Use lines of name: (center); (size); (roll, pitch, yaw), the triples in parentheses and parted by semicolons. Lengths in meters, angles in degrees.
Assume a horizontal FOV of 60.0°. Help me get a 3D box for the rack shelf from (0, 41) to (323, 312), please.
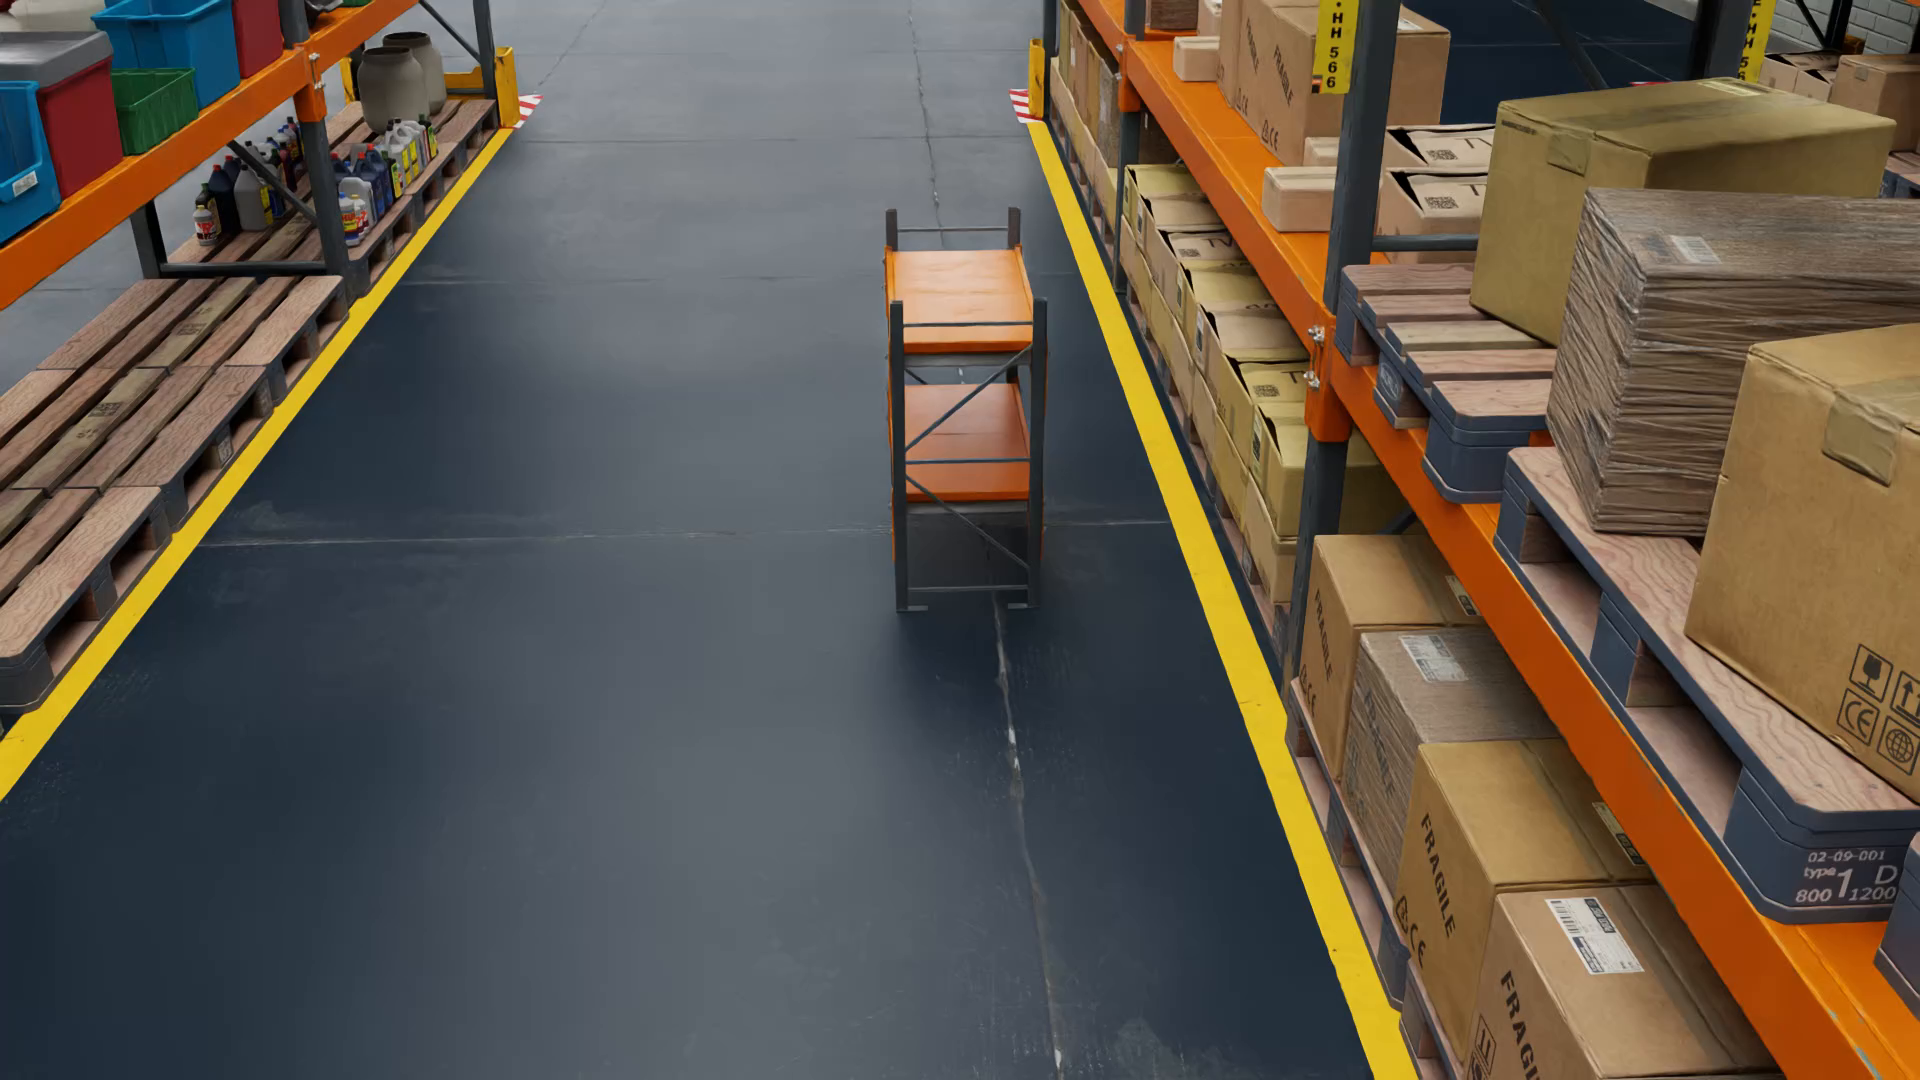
rack shelf: (-3.531, -1.298, 6.274); (1.077, 0.370, 4.000); (-1, 28, -3)

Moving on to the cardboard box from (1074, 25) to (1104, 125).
cardboard box: (0.984, -2.860, 10.198); (0.500, 0.500, 0.500); (-1, 28, -3)

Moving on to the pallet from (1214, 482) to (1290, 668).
pallet: (1.516, 0.044, 5.938); (1.003, 0.211, 1.213); (-1, 28, -3)

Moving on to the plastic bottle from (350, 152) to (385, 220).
plastic bottle: (-3.263, -1.944, 9.123); (0.144, 0.351, 0.185); (-1, 28, -1)

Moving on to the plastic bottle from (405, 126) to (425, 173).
plastic bottle: (-3.318, -2.357, 9.995); (0.152, 0.276, 0.135); (-2, 28, -4)

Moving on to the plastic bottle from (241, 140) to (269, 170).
plastic bottle: (-3.984, -2.090, 9.402); (0.144, 0.351, 0.185); (-2, 28, -3)

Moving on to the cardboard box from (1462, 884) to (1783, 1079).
cardboard box: (1.345, 1.033, 3.253); (0.500, 0.500, 0.500); (-2, 28, -4)

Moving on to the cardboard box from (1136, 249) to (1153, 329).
cardboard box: (1.110, -1.198, 7.822); (0.500, 0.250, 0.500); (-1, 28, -1)

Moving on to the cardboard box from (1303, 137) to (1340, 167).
cardboard box: (1.397, -1.288, 5.747); (0.380, 0.149, 0.250); (1, 28, 1)

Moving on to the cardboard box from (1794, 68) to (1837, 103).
cardboard box: (6.025, -3.045, 11.277); (0.500, 0.311, 0.500); (1, 28, 2)

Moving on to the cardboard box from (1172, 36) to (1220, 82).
cardboard box: (1.153, -2.133, 7.368); (0.380, 0.149, 0.250); (-1, 28, -3)

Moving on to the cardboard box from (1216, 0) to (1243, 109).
cardboard box: (1.363, -2.105, 6.934); (0.500, 0.500, 0.500); (1, 28, 1)

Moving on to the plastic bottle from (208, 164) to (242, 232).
plastic bottle: (-3.957, -1.852, 8.946); (0.144, 0.351, 0.185); (-2, 28, -4)

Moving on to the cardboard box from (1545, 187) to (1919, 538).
cardboard box: (1.523, -0.327, 3.071); (0.700, 0.500, 0.500); (4, 28, 7)

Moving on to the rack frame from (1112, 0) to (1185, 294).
rack frame: (1.311, -2.659, 8.104); (1.000, 3.000, 0.127); (-1, 28, -3)

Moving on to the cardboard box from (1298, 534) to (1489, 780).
cardboard box: (1.259, 0.319, 4.623); (0.500, 0.500, 0.500); (0, 28, 0)

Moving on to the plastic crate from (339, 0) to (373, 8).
plastic crate: (-3.425, -3.081, 9.142); (0.450, 0.188, 0.662); (-1, 28, -3)

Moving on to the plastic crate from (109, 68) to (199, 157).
plastic crate: (-3.263, -1.650, 6.398); (0.450, 0.188, 0.662); (-1, 28, -3)

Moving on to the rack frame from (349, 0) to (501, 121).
rack frame: (-3.844, -4.388, 11.420); (1.000, 3.000, 0.127); (-1, 28, -3)

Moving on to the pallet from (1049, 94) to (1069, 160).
pallet: (1.184, -2.918, 11.616); (1.003, 0.211, 1.213); (-1, 28, -3)

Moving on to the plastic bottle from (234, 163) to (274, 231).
plastic bottle: (-3.813, -1.856, 8.953); (0.144, 0.351, 0.185); (-1, 28, -3)

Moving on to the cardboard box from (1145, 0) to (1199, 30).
cardboard box: (1.282, -2.908, 8.474); (0.700, 0.500, 0.500); (-2, 28, -4)

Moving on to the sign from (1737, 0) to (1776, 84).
sign: (2.062, -1.307, 4.347); (0.100, 0.325, 0.005); (-1, 28, -3)

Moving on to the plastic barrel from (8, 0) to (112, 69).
plastic barrel: (-3.805, -2.154, 6.990); (0.433, 0.535, 0.433); (0, 28, 0)

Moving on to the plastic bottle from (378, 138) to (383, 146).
plastic bottle: (-3.441, -2.312, 9.990); (0.097, 0.201, 0.097); (0, 28, 0)

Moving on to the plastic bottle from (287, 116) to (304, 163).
plastic bottle: (-4.067, -2.429, 10.126); (0.061, 0.283, 0.133); (-1, 28, -2)

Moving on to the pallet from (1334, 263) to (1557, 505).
pallet: (1.626, -0.415, 4.010); (1.213, 0.211, 1.003); (-1, 28, -3)

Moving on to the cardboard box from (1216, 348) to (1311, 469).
cardboard box: (1.213, -0.503, 5.884); (0.500, 0.311, 0.500); (-2, 28, -3)

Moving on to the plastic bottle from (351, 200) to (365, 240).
plastic bottle: (-3.220, -1.700, 8.816); (0.097, 0.201, 0.097); (0, 28, 0)

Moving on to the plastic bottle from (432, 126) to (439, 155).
plastic bottle: (-3.311, -2.505, 10.360); (0.097, 0.201, 0.097); (0, 28, 0)

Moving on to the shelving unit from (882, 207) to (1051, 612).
shelving unit: (0.000, -0.496, 5.984); (0.538, 1.125, 1.048); (-1, 28, -3)

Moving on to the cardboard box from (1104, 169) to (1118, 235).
cardboard box: (1.069, -1.835, 9.044); (0.500, 0.250, 0.500); (-1, 28, -3)

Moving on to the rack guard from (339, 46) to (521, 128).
rack guard: (-3.793, -3.246, 11.933); (1.175, 0.500, 0.348); (-1, 28, -3)

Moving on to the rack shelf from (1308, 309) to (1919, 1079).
rack shelf: (1.625, 0.431, 2.958); (1.077, 0.370, 4.000); (-1, 28, -3)

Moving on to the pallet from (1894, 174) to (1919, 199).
pallet: (6.188, -1.853, 9.575); (1.003, 0.211, 1.213); (-1, 28, -3)

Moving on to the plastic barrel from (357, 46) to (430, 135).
plastic barrel: (-3.708, -2.938, 10.875); (0.421, 0.512, 0.421); (0, 28, 0)

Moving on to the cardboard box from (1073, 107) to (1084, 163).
cardboard box: (0.985, -2.527, 10.372); (0.500, 0.250, 0.500); (-1, 28, -3)

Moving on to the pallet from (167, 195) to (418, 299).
pallet: (-3.629, -1.616, 9.120); (1.003, 0.211, 1.213); (-1, 28, -3)

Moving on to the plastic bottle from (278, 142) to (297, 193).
plastic bottle: (-3.882, -2.138, 9.567); (0.061, 0.283, 0.133); (-1, 28, -3)

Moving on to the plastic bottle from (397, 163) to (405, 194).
plastic bottle: (-3.265, -2.097, 9.577); (0.097, 0.201, 0.097); (0, 28, 0)

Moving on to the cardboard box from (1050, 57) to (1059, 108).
cardboard box: (0.908, -3.220, 11.700); (0.500, 0.250, 0.500); (-1, 28, -3)

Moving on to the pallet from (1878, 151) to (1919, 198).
pallet: (6.121, -2.418, 10.658); (1.003, 0.211, 1.213); (-1, 28, -3)

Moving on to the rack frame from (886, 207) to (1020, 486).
rack frame: (-0.026, -0.730, 6.434); (0.500, 1.125, 0.032); (-1, 28, -3)

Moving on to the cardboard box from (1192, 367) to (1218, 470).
cardboard box: (1.195, -0.486, 6.458); (0.500, 0.250, 0.500); (-1, 28, -1)

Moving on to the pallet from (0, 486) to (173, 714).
pallet: (-3.428, 0.184, 5.669); (1.003, 0.211, 1.213); (-1, 28, -3)

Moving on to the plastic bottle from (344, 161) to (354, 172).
plastic bottle: (-3.391, -1.973, 9.264); (0.097, 0.271, 0.097); (0, 28, 0)

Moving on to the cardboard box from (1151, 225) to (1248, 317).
cardboard box: (1.133, -1.208, 7.234); (0.500, 0.311, 0.500); (-2, 28, -4)
